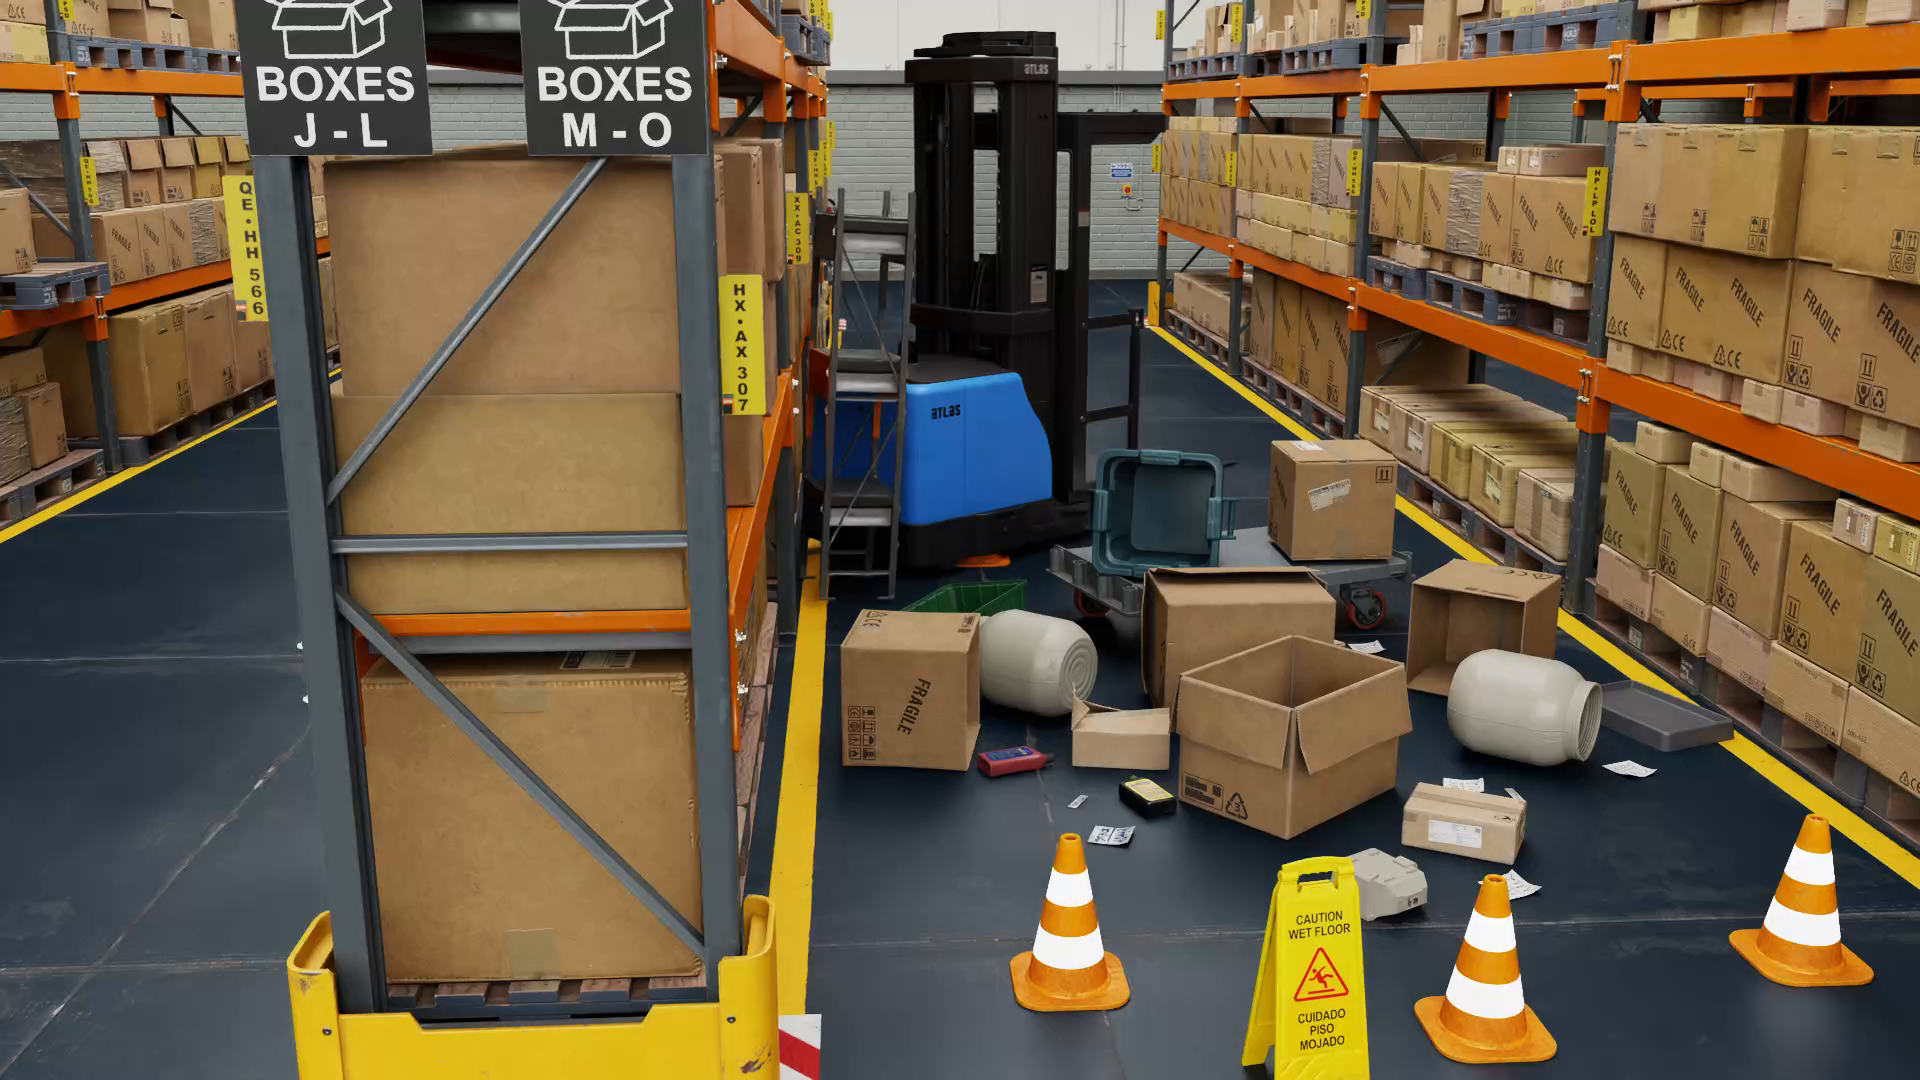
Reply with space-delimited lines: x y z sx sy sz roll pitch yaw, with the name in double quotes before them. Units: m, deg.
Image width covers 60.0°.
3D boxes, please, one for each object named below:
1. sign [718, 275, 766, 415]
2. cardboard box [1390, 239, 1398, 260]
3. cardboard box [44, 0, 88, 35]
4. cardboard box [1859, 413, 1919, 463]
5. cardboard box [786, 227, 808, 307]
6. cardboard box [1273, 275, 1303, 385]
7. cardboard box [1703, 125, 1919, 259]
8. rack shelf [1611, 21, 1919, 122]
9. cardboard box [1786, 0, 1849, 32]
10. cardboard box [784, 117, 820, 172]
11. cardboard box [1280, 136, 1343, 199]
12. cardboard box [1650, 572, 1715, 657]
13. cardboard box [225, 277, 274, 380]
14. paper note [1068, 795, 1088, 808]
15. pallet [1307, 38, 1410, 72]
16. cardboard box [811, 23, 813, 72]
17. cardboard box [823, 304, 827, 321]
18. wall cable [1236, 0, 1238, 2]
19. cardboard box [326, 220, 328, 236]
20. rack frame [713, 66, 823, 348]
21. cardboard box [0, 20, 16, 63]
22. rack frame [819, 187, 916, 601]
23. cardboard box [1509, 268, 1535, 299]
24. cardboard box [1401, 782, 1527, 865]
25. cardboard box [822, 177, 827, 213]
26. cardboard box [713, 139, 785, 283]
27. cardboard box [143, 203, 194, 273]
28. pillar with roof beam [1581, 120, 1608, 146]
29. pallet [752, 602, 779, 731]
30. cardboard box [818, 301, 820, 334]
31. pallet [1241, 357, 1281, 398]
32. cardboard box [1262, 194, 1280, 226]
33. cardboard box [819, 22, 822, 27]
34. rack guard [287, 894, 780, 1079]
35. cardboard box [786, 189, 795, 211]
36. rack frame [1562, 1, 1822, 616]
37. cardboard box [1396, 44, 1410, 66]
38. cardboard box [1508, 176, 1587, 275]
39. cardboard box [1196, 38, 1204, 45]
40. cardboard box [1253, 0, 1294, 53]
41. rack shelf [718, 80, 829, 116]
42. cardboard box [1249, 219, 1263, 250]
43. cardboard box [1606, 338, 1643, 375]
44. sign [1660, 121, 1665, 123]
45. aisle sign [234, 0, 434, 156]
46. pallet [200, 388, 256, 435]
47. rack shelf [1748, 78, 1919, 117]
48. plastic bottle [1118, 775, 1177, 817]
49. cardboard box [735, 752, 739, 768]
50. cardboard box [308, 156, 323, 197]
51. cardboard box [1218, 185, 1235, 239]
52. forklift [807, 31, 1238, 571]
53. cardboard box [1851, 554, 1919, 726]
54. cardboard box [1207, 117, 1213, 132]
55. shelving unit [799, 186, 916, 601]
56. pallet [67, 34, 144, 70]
"sign" -0.507 -0.453 3.872 0.100 0.325 0.005 -1 14 -3
"cardboard box" 3.196 -2.007 11.468 0.380 0.149 0.250 -2 15 -7
"cardboard box" -6.623 -3.783 11.641 0.797 0.503 0.637 0 14 0
"cardboard box" 3.487 -0.375 5.969 0.380 0.149 0.250 -1 14 -4
"cardboard box" -1.200 -1.670 10.298 0.500 0.500 0.500 -1 14 -4
"cardboard box" 3.312 -1.871 14.701 0.875 0.875 0.875 0 14 -2
"cardboard box" 3.450 -1.396 6.629 0.700 0.500 0.500 -1 14 -5
"rack shelf" 3.749 -1.692 6.006 1.077 0.370 4.000 -1 14 -3
"cardboard box" 3.392 -2.013 6.313 0.380 0.149 0.250 -1 14 -5
"cardboard box" -1.589 -3.766 15.838 0.500 0.500 0.500 -1 14 -2
"cardboard box" 2.996 -3.114 13.902 0.500 0.500 0.500 -1 14 -4
"cardboard box" 3.437 0.327 7.412 0.500 0.250 0.500 0 14 0
"cardboard box" -6.702 -1.937 14.956 1.225 0.875 0.875 -1 14 -3
"paper note" 0.442 0.976 6.211 0.032 0.001 0.123 7 16 26
"pallet" 3.285 -3.600 12.359 1.213 0.211 1.003 0 14 -1
"cardboard box" -1.401 -3.874 12.843 0.500 0.500 0.500 -1 14 -3
"cardboard box" -1.614 -2.418 17.685 0.380 0.149 0.250 -1 14 -3
"wall cable" 2.999 -8.396 24.599 2.355 3.000 0.029 -1 14 -3
"cardboard box" -6.515 -3.138 16.708 0.380 0.149 0.250 -1 14 -4
"rack frame" -1.805 -2.973 15.561 1.000 3.000 0.127 -1 14 -3
"cardboard box" -6.195 -3.069 10.216 0.500 0.250 0.500 -1 14 -4
"rack frame" -0.474 -0.714 8.480 0.400 2.100 0.015 0 12 -18
"cardboard box" 3.267 -1.420 9.186 0.380 0.149 0.250 -1 14 -4
"cardboard box" 1.776 0.996 5.857 0.380 0.149 0.250 7 16 26
"cardboard box" -1.617 -3.541 16.973 0.500 0.500 0.500 -1 14 -5
"cardboard box" -1.170 -1.352 6.792 0.875 0.550 0.550 -1 14 -3
"cardboard box" -6.342 -2.356 12.962 0.500 0.500 0.500 -1 14 -4
"pillar with roof beam" 4.272 -7.670 21.778 9.100 9.000 0.400 -1 14 -3
"pallet" -1.340 0.557 7.436 1.003 0.211 1.213 -1 14 -3
"cardboard box" -1.441 -1.888 14.015 0.500 0.250 0.500 -2 15 -6
"pallet" 3.253 -1.533 15.562 1.003 0.211 1.213 -1 14 -3
"cardboard box" 2.940 -2.875 14.479 0.500 0.250 0.500 -1 14 -3
"cardboard box" -1.680 -5.514 17.916 0.380 0.149 0.250 -1 14 -3
"rack guard" -1.060 1.228 4.250 1.175 0.500 0.348 -1 14 -3
"cardboard box" -1.392 -2.467 12.062 0.380 0.149 0.250 -1 14 -3
"rack frame" 3.625 -1.085 8.223 1.000 3.000 0.127 -1 14 -3
"cardboard box" 3.227 -3.330 11.432 0.380 0.149 0.250 -1 14 -3
"cardboard box" 3.336 -1.715 9.033 0.500 0.500 0.500 -1 14 -3
"cardboard box" 2.999 -5.591 18.973 0.500 0.250 0.500 -2 15 -9
"cardboard box" 2.895 -4.555 14.648 0.500 0.500 0.500 -1 14 -4
"rack shelf" -1.929 -4.575 17.210 1.077 0.370 4.000 -1 14 -3
"cardboard box" 2.927 -2.760 15.033 0.500 0.250 0.500 -1 14 -5
"cardboard box" 3.325 -0.880 7.931 0.380 0.149 0.250 -1 14 -4
"sign" 8.391 -4.864 19.954 0.100 0.325 0.005 -1 14 -3
"aisle sign" -1.356 -1.225 3.552 0.394 0.787 0.004 -1 14 -3
"pallet" -6.560 -1.076 13.786 1.003 0.211 1.213 -1 14 -3
"rack shelf" 8.207 -3.759 14.040 1.077 0.370 4.000 -1 14 -3
"plastic bottle" 0.683 0.950 6.213 0.133 0.061 0.283 -6 16 -23
"cardboard box" -1.226 0.451 5.676 0.875 0.875 0.875 -1 14 -4
"cardboard box" -6.559 -3.602 16.204 0.500 0.500 0.500 -1 14 -3
"cardboard box" 2.846 -3.234 16.377 0.500 0.500 0.500 -1 14 -3
"forklift" 0.528 -1.537 10.118 3.031 2.935 1.130 -13 19 -41
"cardboard box" 3.527 0.350 5.817 0.500 0.500 0.500 0 14 -1
"cardboard box" 2.777 -4.312 17.256 0.380 0.149 0.250 -1 14 -5
"shelving unit" -0.548 -0.766 8.706 0.431 2.100 0.503 0 12 -18
"pallet" -6.606 -3.447 11.764 1.213 0.211 1.003 0 14 -1
